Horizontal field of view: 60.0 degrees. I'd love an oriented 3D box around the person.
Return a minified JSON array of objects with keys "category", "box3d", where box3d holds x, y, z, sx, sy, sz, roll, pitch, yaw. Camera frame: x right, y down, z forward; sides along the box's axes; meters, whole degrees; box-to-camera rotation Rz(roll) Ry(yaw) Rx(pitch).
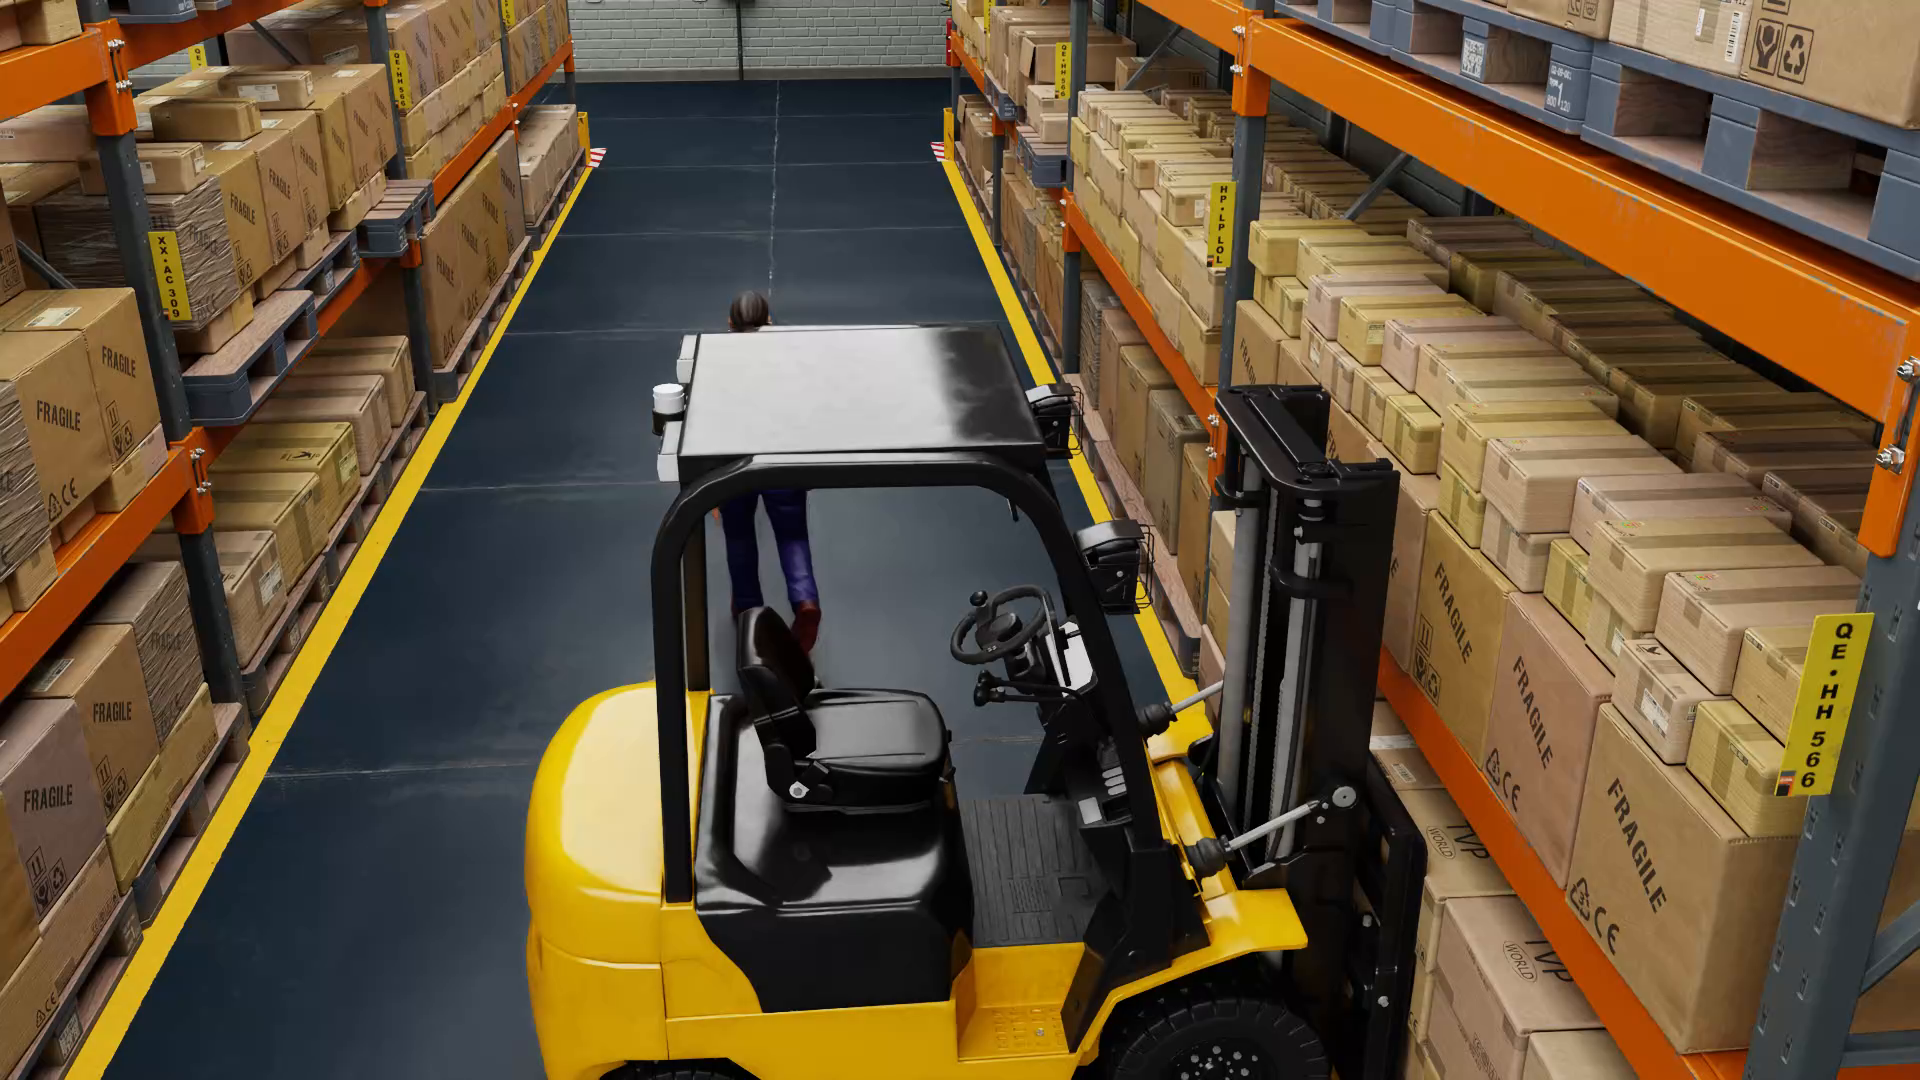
[{"category":"person","box3d":[-0.854,-0.282,7.266,0.512,1.590,0.806,-6,24,-13]}]
